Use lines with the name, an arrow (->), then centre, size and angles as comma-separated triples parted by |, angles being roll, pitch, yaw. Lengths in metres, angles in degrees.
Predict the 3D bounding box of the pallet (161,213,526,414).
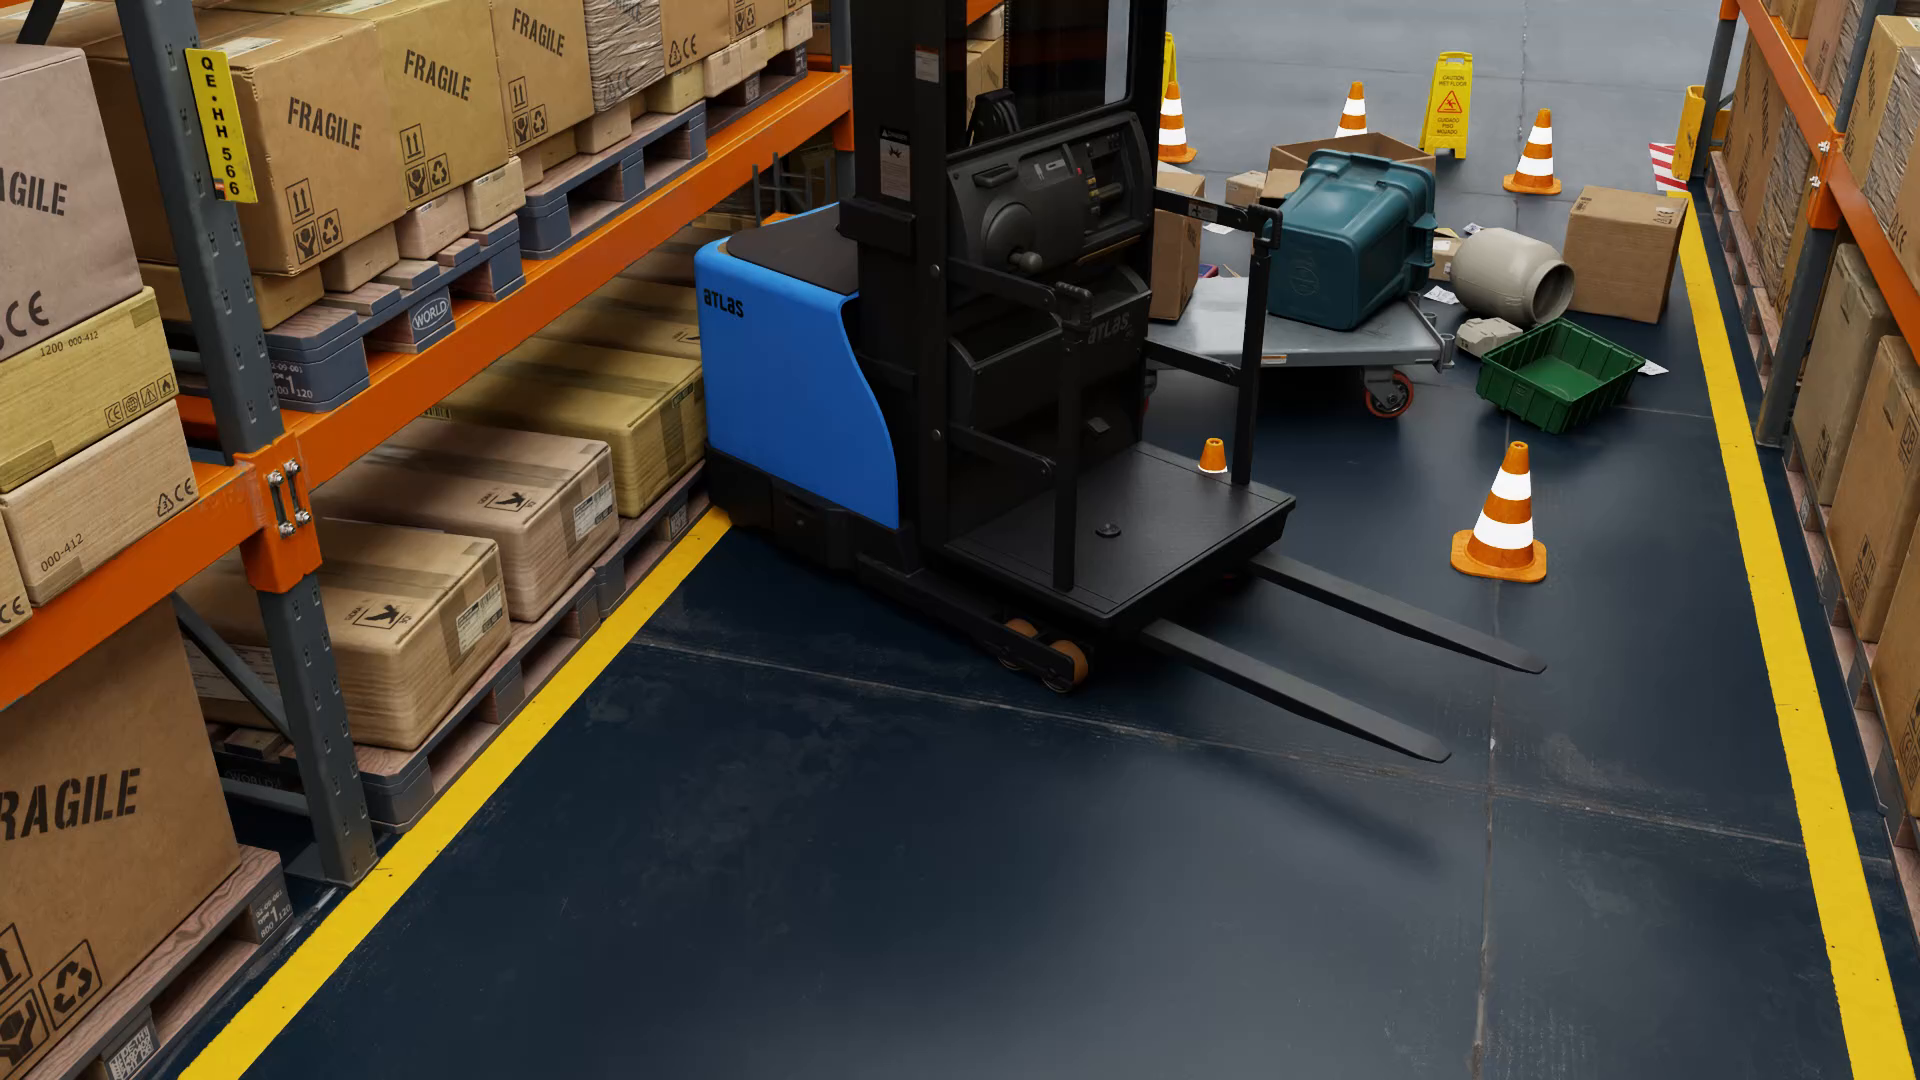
pallet -> -2.005, -0.718, 4.652 | 1.213, 0.211, 1.003 | 8, 30, 15

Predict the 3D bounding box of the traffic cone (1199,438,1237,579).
traffic cone -> 0.907, -0.152, 6.047 | 0.336, 0.463, 0.334 | 8, 30, 15

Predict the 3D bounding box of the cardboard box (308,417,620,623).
cardboard box -> -1.728, -0.096, 5.608 | 0.950, 0.372, 0.625 | 8, 30, 14

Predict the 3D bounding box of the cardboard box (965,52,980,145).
cardboard box -> -0.207, -2.351, 9.015 | 0.500, 0.500, 0.500 | 10, 31, 17

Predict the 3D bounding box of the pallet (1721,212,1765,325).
pallet -> 4.477, -1.347, 8.455 | 1.003, 0.211, 1.213 | 8, 30, 15

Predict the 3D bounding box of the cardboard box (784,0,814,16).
cardboard box -> -0.855, -2.424, 6.681 | 0.500, 0.500, 0.500 | 8, 30, 14

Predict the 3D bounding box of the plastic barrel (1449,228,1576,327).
plastic barrel -> 2.690, -1.275, 8.107 | 0.421, 0.421, 0.512 | -17, 34, -28

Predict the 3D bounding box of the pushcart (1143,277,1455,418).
pushcart -> 1.256, -0.866, 7.419 | 1.648, 0.377, 0.936 | -1, 29, -3

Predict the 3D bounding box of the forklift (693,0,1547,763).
forklift -> 0.460, -1.077, 5.171 | 3.031, 2.935, 1.130 | 24, 37, 36

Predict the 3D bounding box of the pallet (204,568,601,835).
pallet -> -1.882, 0.400, 5.313 | 1.003, 0.211, 1.213 | 8, 30, 15

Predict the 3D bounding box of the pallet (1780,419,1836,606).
pallet -> 3.669, -0.067, 6.153 | 1.003, 0.211, 1.213 | 8, 30, 15

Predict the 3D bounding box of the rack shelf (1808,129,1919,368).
rack shelf -> 3.236, -0.411, 4.643 | 1.077, 0.370, 4.000 | 8, 30, 15

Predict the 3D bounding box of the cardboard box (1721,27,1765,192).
cardboard box -> 4.861, -2.444, 9.312 | 0.875, 0.875, 0.875 | 9, 30, 15

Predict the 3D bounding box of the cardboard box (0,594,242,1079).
cardboard box -> -2.395, 0.599, 3.842 | 0.875, 0.875, 0.875 | 8, 30, 14

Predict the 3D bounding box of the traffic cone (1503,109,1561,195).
traffic cone -> 3.484, -2.361, 10.018 | 0.336, 0.463, 0.334 | 8, 30, 15

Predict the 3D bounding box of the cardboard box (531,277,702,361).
cardboard box -> -1.298, -0.771, 6.821 | 0.950, 0.372, 0.625 | 10, 31, 18

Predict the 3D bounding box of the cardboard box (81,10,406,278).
cardboard box -> -1.759, -0.989, 4.101 | 0.500, 0.500, 0.500 | 8, 30, 13

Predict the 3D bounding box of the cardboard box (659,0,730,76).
cardboard box -> -1.156, -1.954, 5.837 | 0.500, 0.500, 0.500 | 10, 30, 17

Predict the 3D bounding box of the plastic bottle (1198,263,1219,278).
plastic bottle -> 1.233, -1.362, 8.636 | 0.133, 0.061, 0.283 | 14, 32, 23

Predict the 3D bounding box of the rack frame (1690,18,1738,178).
rack frame -> 4.997, -3.514, 9.481 | 1.000, 3.000, 0.127 | 8, 30, 15

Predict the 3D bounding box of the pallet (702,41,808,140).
pallet -> -1.302, -1.896, 6.770 | 1.003, 0.211, 1.213 | 8, 30, 15

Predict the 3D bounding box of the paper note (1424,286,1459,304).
paper note -> 2.473, -1.246, 8.467 | 0.172, 0.023, 0.155 | 20, 35, 32

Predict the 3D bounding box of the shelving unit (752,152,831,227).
shelving unit -> -0.649, -0.931, 6.683 | 0.258, 1.200, 0.189 | 9, 29, 17

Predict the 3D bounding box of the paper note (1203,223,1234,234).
paper note -> 1.468, -1.774, 9.419 | 0.148, 0.019, 0.142 | 20, 35, 32

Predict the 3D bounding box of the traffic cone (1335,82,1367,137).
traffic cone -> 2.504, -2.680, 10.592 | 0.336, 0.463, 0.334 | 8, 30, 15

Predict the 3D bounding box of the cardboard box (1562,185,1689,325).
cardboard box -> 3.298, -1.431, 8.306 | 0.500, 0.500, 0.500 | 14, 32, 23

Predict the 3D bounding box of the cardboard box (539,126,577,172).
cardboard box -> -1.458, -1.286, 5.302 | 0.380, 0.149, 0.250 | 10, 31, 17

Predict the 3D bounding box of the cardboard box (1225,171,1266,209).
cardboard box -> 1.782, -2.030, 9.747 | 0.250, 0.149, 0.380 | -24, 37, -37

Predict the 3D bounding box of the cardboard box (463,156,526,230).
cardboard box -> -1.499, -1.026, 4.835 | 0.380, 0.149, 0.250 | 9, 30, 15

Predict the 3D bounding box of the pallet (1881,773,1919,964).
pallet -> 2.953, 1.067, 4.115 | 1.003, 0.211, 1.213 | 8, 30, 15

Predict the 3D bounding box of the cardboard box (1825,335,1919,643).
cardboard box -> 3.440, -0.106, 5.238 | 1.050, 0.750, 0.750 | 8, 30, 15

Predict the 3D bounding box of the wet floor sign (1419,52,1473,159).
wet floor sign -> 3.113, -2.781, 10.585 | 0.267, 0.644, 0.232 | 3, 29, 6

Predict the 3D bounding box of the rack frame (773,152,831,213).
rack frame -> -0.618, -0.971, 6.759 | 0.240, 1.200, 0.006 | 9, 29, 17

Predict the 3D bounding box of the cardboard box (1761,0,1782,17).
cardboard box -> 4.507, -2.899, 8.222 | 0.875, 0.550, 0.550 | 8, 30, 15

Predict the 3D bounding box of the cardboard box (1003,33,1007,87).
cardboard box -> 0.100, -2.830, 9.877 | 0.500, 0.500, 0.500 | 10, 31, 17

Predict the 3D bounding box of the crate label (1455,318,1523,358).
crate label -> 2.488, -0.943, 7.805 | 0.298, 0.136, 0.250 | -12, 31, -20

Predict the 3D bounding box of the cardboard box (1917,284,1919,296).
cardboard box -> 2.966, -0.790, 4.482 | 0.500, 0.500, 0.500 | 9, 30, 16

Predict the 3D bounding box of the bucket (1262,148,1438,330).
bucket -> 1.659, -1.281, 7.271 | 0.726, 0.611, 0.620 | 20, 45, 32

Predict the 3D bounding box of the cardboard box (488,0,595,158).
cardboard box -> -1.463, -1.480, 4.983 | 0.500, 0.500, 0.500 | 9, 30, 16

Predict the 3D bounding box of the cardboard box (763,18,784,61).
cardboard box -> -0.920, -1.989, 6.567 | 0.380, 0.149, 0.250 | 8, 30, 13

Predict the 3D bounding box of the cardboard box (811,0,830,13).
cardboard box -> -0.543, -2.653, 7.524 | 0.500, 0.500, 0.500 | 8, 30, 15

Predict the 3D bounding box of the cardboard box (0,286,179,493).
cardboard box -> -2.012, -0.347, 3.428 | 0.500, 0.250, 0.500 | 8, 30, 15

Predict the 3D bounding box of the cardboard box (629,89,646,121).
cardboard box -> -1.314, -1.530, 5.741 | 0.380, 0.149, 0.250 | 7, 30, 13

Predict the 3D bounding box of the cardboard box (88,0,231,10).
cardboard box -> -2.104, -1.305, 4.670 | 0.500, 0.500, 0.500 | 8, 30, 14

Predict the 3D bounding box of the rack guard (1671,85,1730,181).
rack guard -> 5.004, -2.433, 10.109 | 1.175, 0.500, 0.348 | 8, 30, 15

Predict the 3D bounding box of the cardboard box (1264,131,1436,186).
cardboard box -> 2.140, -1.905, 9.156 | 0.797, 0.503, 0.637 | -12, 31, -20

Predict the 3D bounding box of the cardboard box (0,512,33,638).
cardboard box -> -2.148, 0.122, 3.100 | 0.500, 0.250, 0.500 | 9, 30, 16

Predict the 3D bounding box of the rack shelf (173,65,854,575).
rack shelf -> -1.525, -1.070, 5.829 | 1.077, 0.370, 4.000 | 8, 30, 15

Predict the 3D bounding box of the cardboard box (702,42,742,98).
cardboard box -> -1.033, -1.746, 6.129 | 0.380, 0.149, 0.250 | 9, 30, 15

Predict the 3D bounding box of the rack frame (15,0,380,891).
rack frame -> -2.113, -0.455, 3.983 | 1.000, 3.000, 0.127 | 8, 30, 15

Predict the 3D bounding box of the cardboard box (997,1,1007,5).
cardboard box -> 0.129, -3.060, 9.623 | 0.380, 0.149, 0.250 | 9, 30, 16

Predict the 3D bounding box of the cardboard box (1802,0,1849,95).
cardboard box -> 4.060, -2.152, 6.879 | 0.875, 0.550, 0.550 | 8, 30, 15

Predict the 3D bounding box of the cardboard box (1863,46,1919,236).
cardboard box -> 3.264, -1.258, 5.323 | 0.500, 0.500, 0.500 | 9, 30, 15

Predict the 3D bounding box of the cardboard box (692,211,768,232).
cardboard box -> -1.022, -1.609, 8.454 | 0.500, 0.250, 0.500 | 10, 31, 17

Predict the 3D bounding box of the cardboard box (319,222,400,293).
cardboard box -> -1.724, -0.780, 4.393 | 0.380, 0.149, 0.250 | 7, 30, 12

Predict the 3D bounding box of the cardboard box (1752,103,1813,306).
cardboard box -> 4.336, -1.612, 7.815 | 0.875, 0.875, 0.875 | 9, 30, 15
